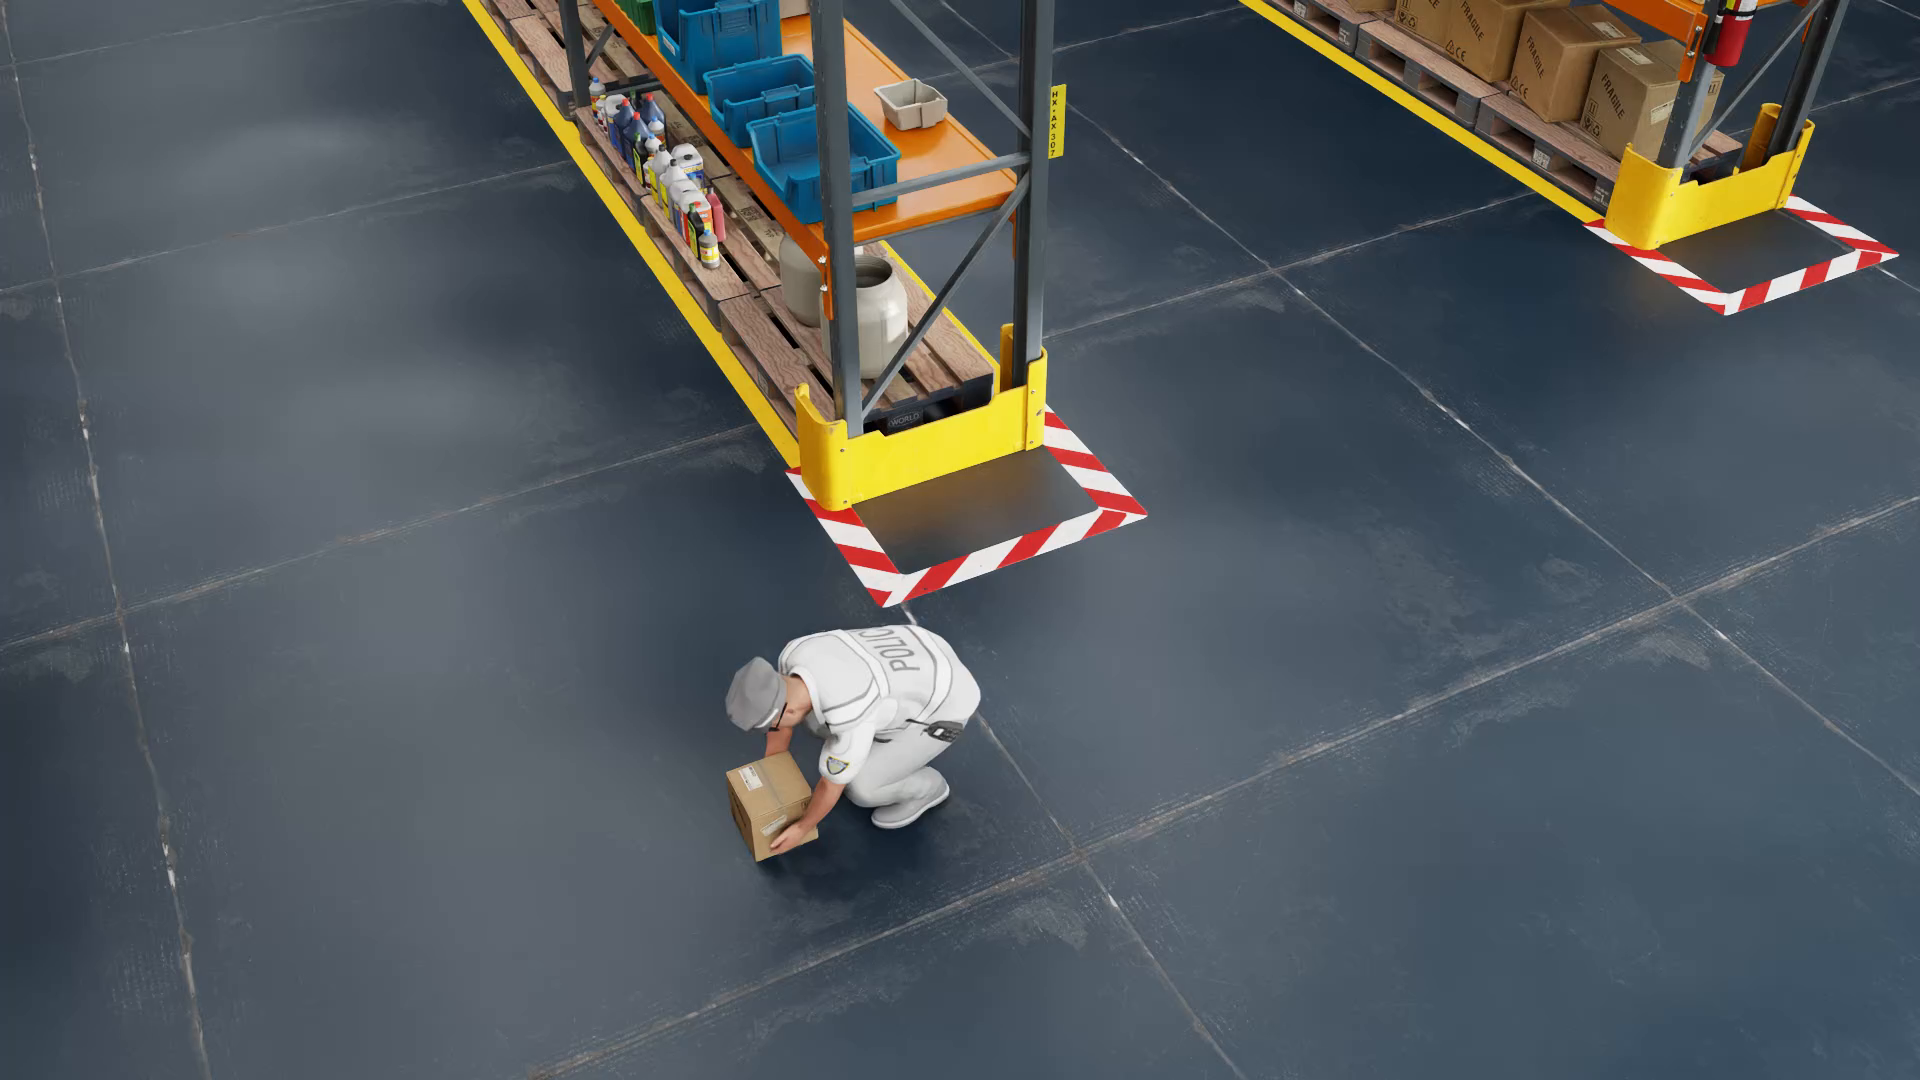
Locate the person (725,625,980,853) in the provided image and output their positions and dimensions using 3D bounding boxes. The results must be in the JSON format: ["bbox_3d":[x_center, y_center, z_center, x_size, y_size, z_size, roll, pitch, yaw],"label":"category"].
[{"bbox_3d":[-0.391,0.653,6.064,0.956,0.895,0.553,-19,44,-20],"label":"person"}]
